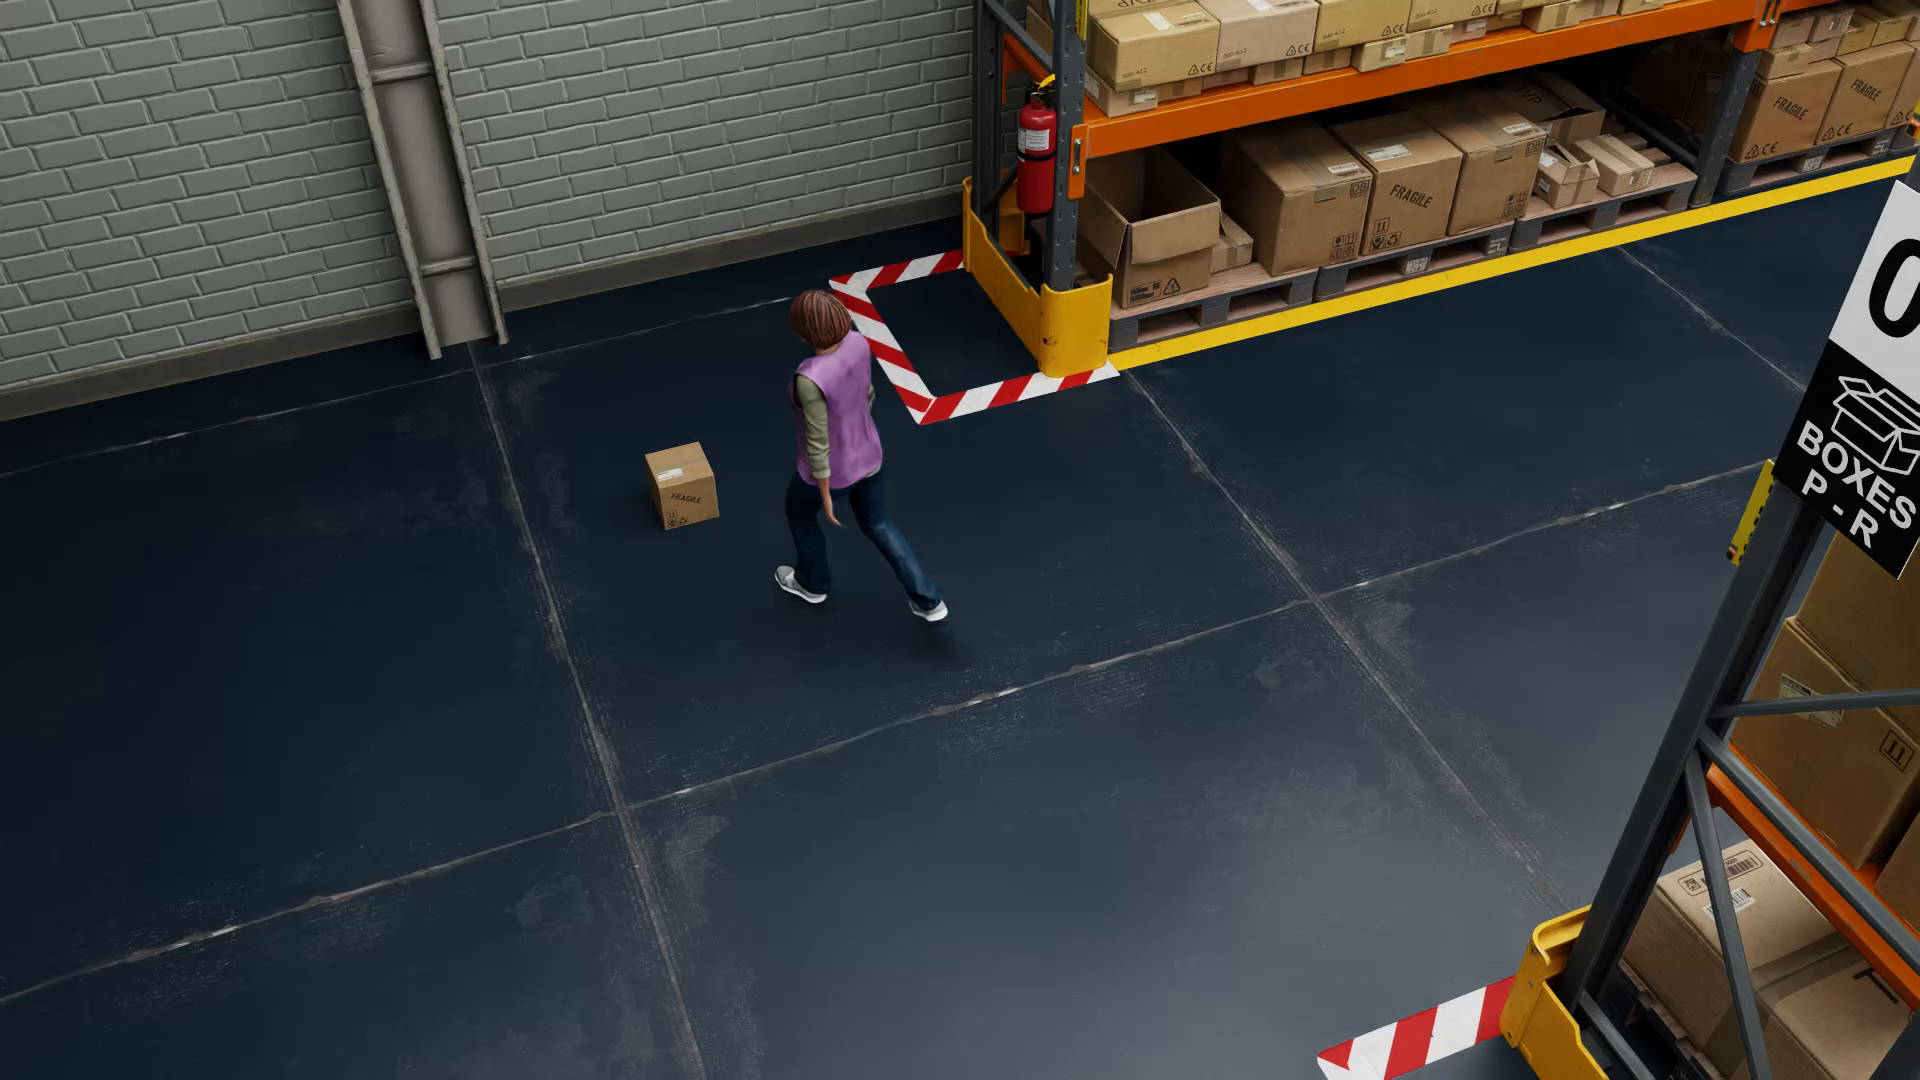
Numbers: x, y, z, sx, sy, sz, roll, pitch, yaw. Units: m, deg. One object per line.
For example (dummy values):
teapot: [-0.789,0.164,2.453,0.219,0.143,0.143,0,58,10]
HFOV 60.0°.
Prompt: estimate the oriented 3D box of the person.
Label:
person: [-0.424,-0.278,6.477,0.833,1.556,0.425,30,50,29]
